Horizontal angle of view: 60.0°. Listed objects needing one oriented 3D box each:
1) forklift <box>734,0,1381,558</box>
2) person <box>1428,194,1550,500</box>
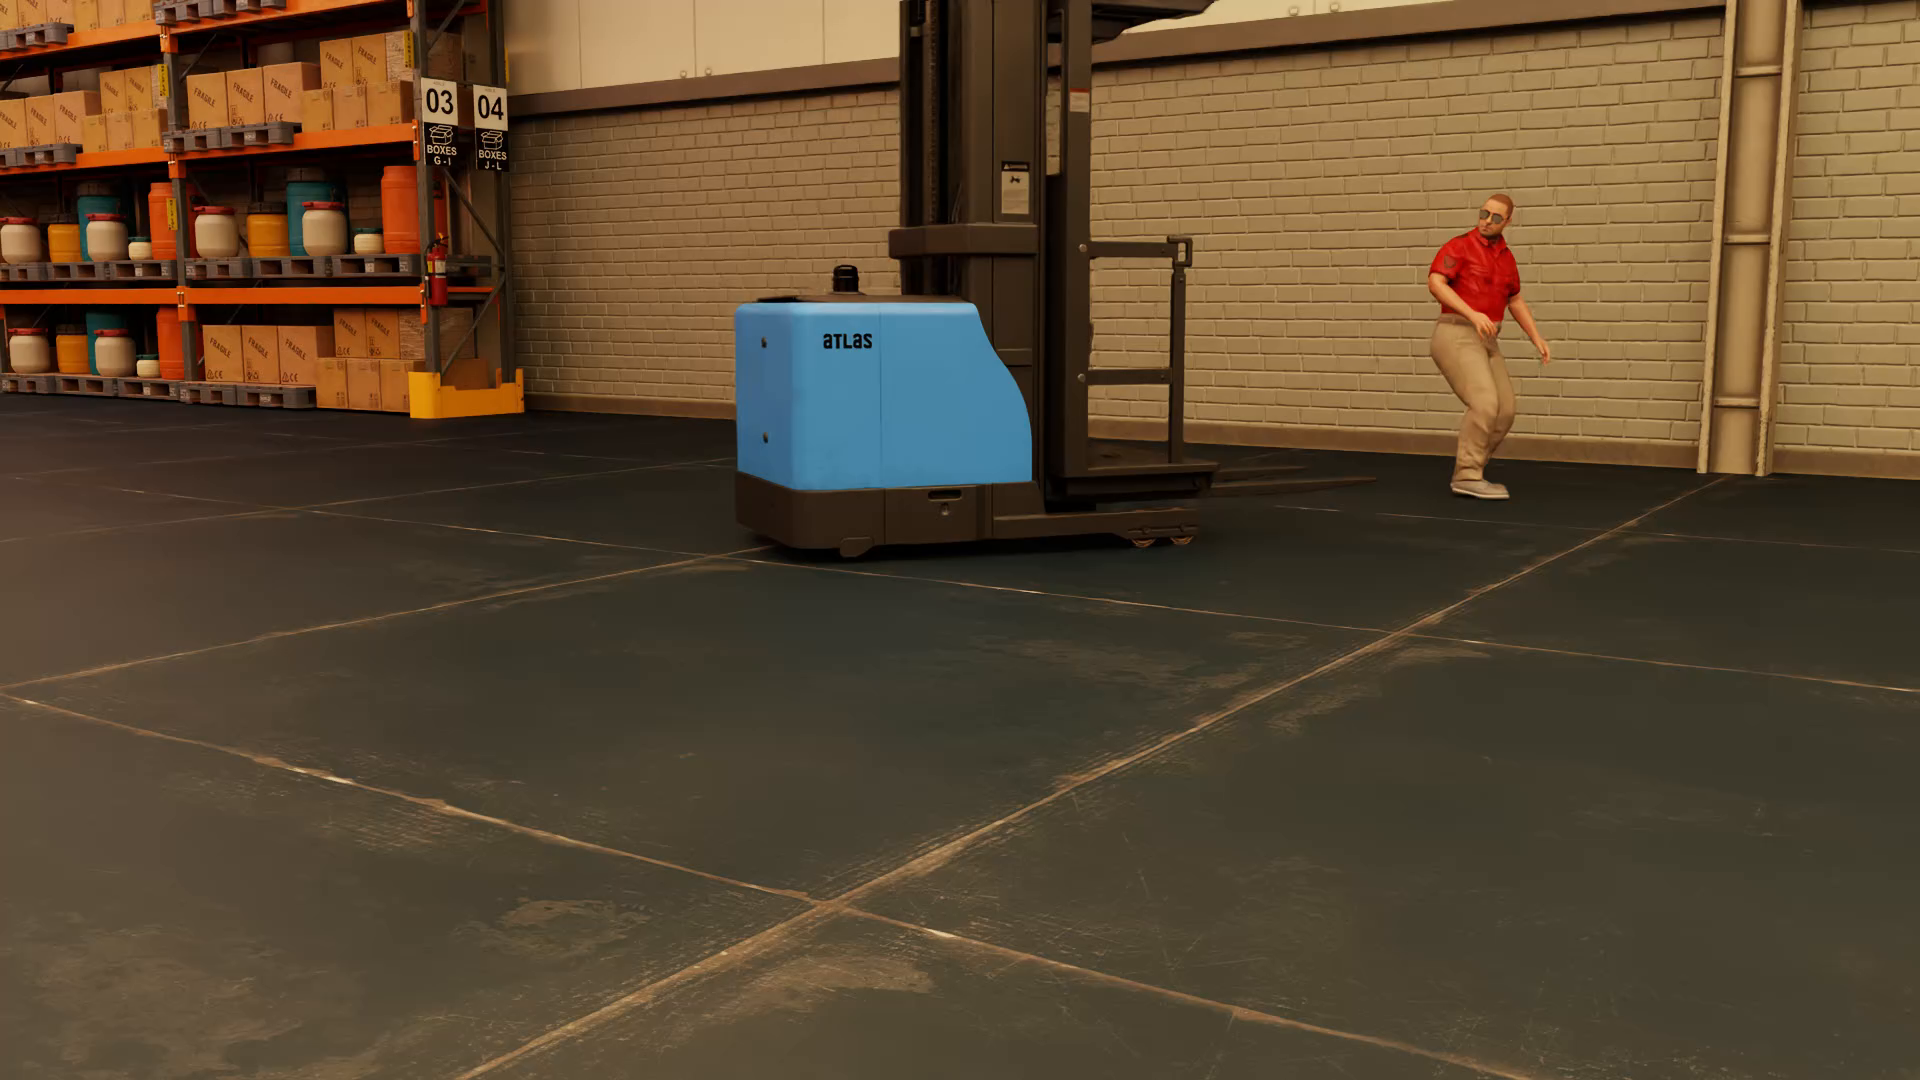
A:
[{"bbox_3d":[0.529,-1.487,7.651,3.031,2.935,1.130,-3,9,-23],"label":"forklift"},{"bbox_3d":[2.958,-1.082,9.318,0.754,1.685,0.515,-7,11,-42],"label":"person"}]
